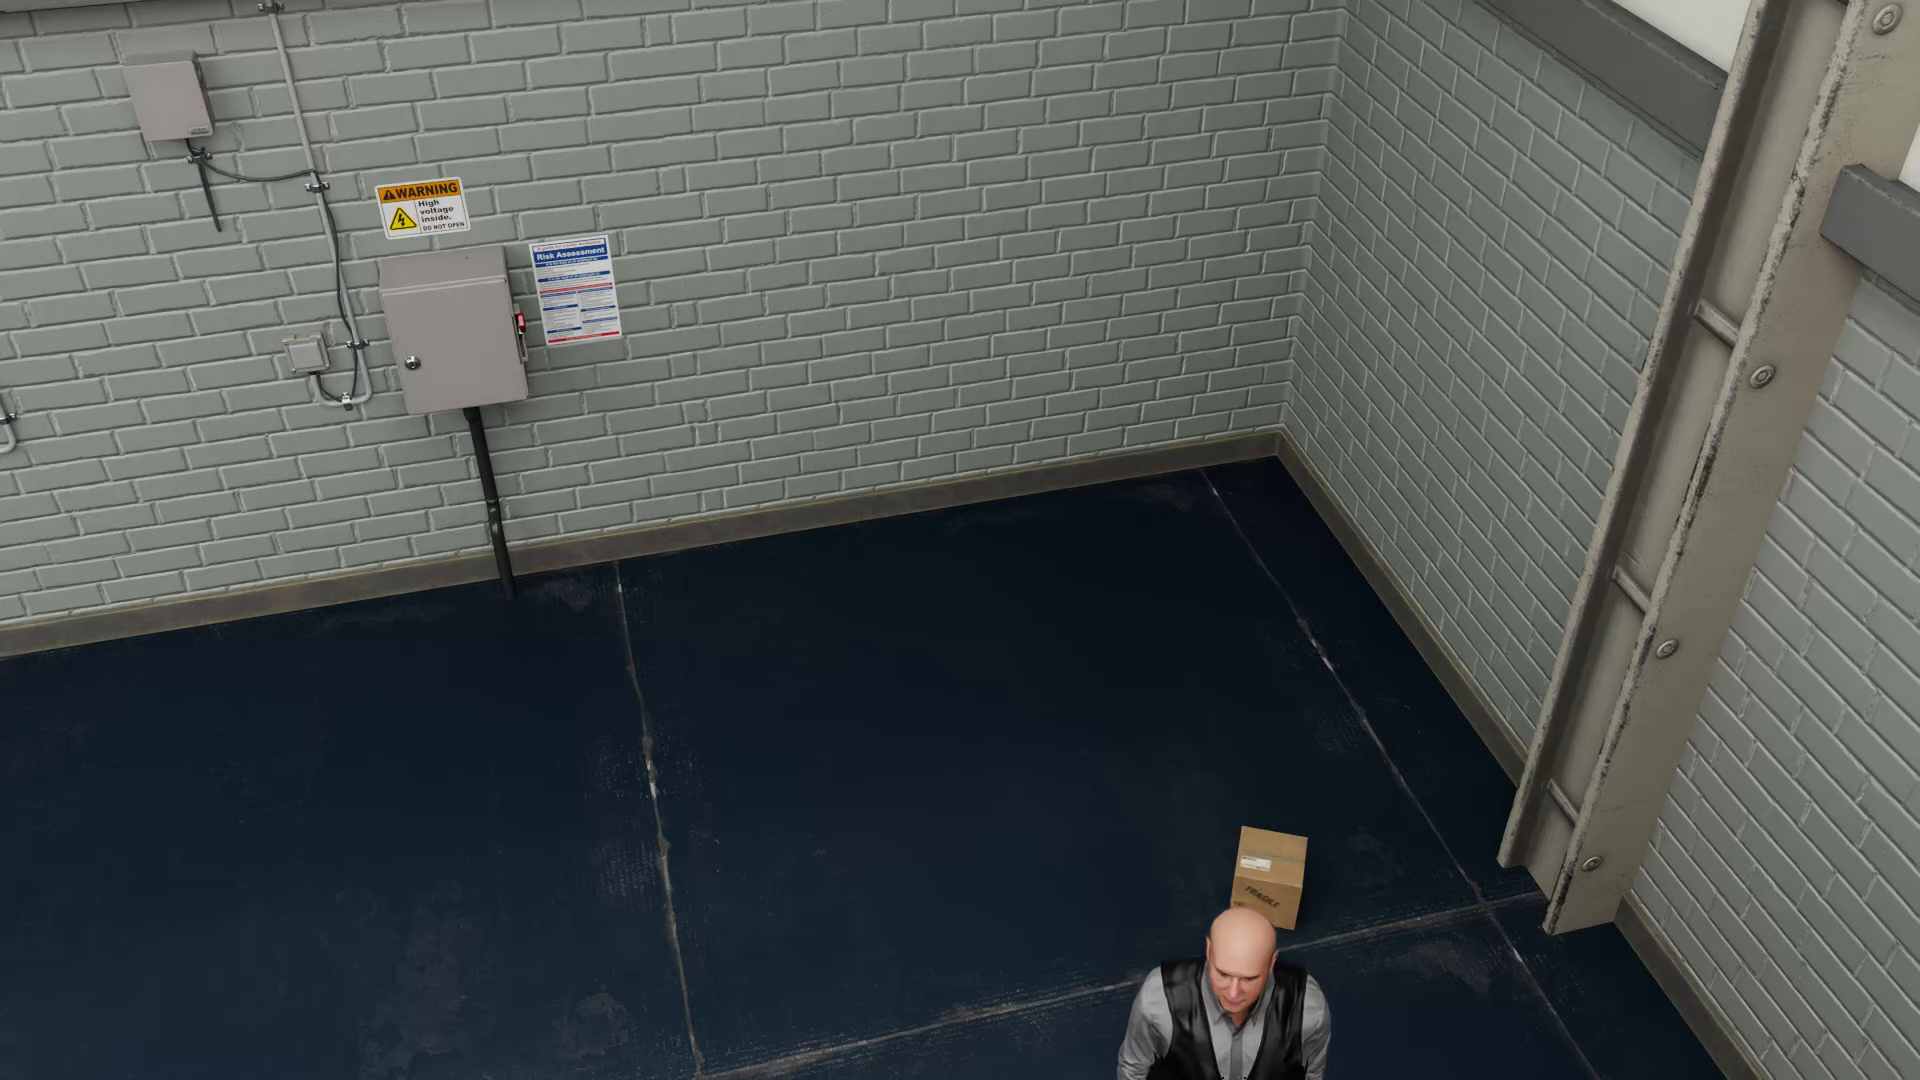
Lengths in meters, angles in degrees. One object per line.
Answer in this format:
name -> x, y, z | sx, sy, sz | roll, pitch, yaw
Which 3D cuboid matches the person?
person -> 0.700, 1.646, 4.577 | 0.564, 1.716, 0.472 | 4, 38, 5
